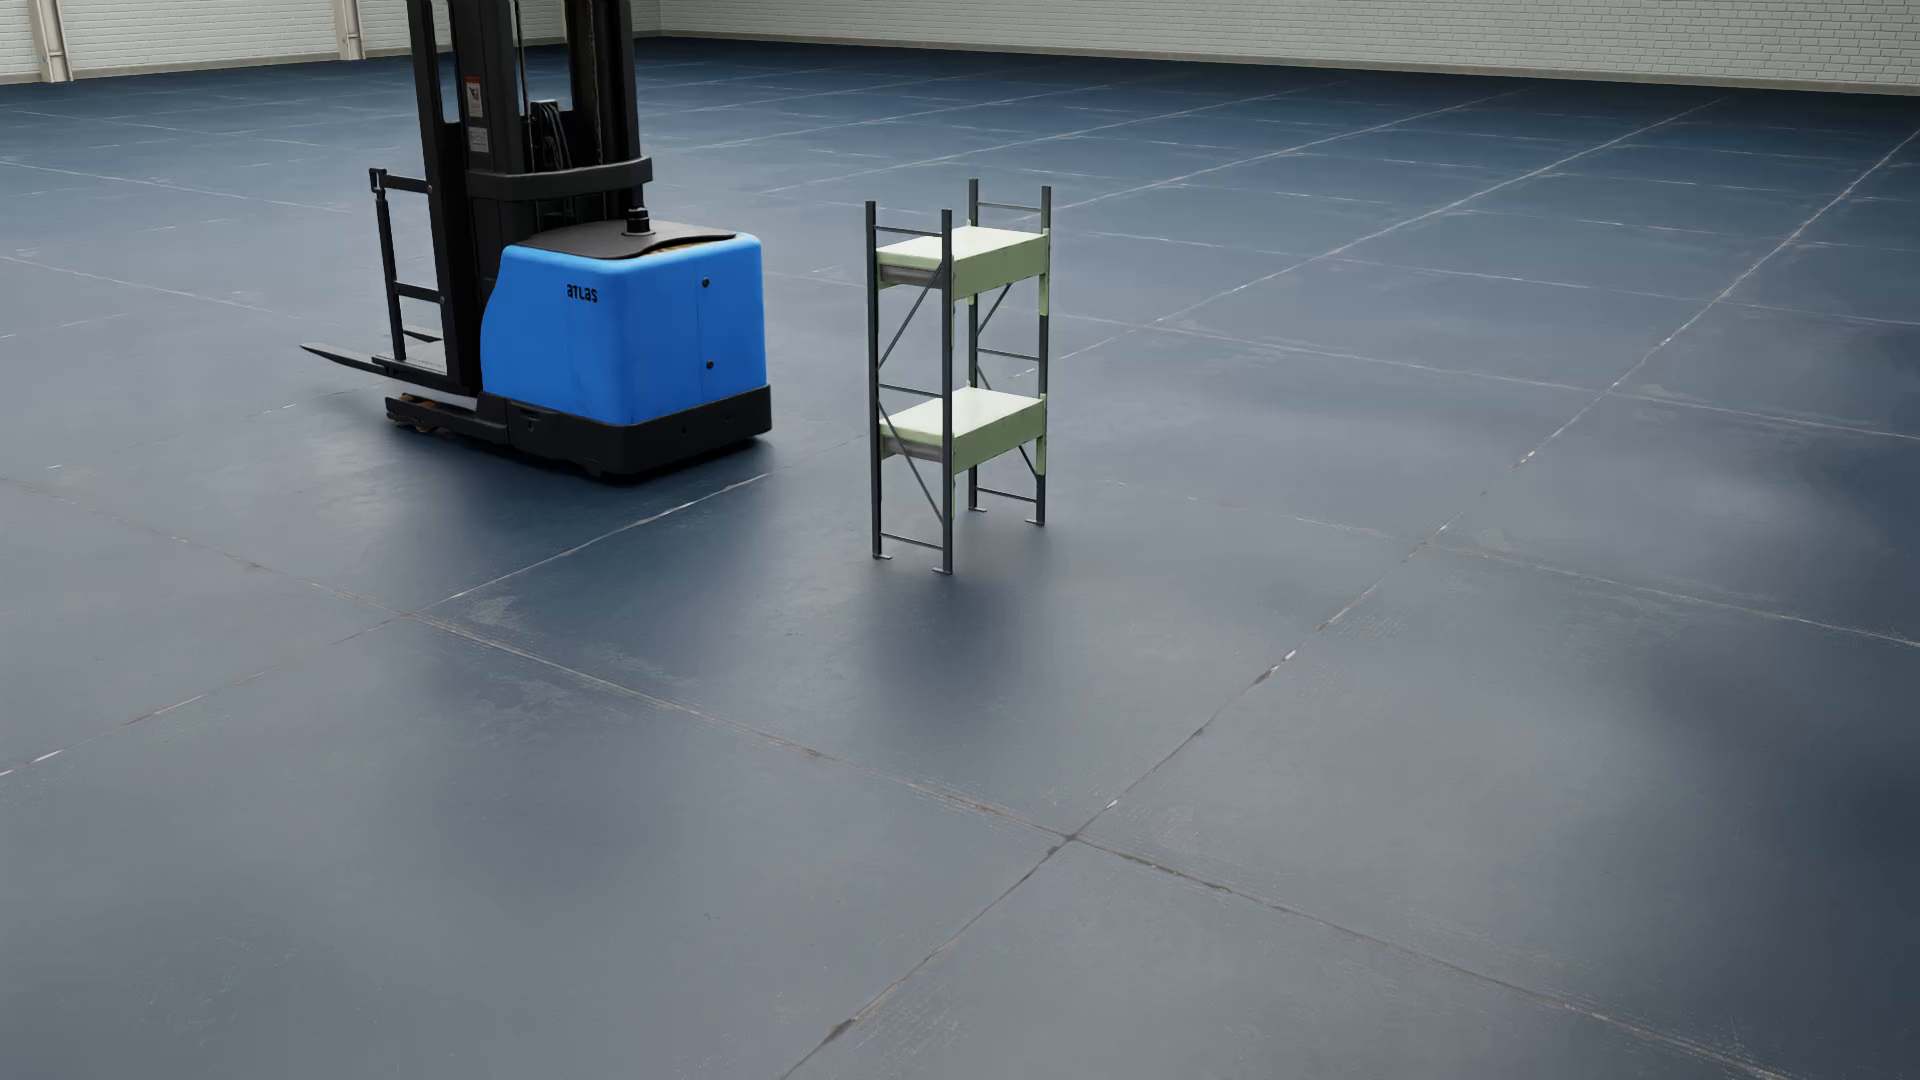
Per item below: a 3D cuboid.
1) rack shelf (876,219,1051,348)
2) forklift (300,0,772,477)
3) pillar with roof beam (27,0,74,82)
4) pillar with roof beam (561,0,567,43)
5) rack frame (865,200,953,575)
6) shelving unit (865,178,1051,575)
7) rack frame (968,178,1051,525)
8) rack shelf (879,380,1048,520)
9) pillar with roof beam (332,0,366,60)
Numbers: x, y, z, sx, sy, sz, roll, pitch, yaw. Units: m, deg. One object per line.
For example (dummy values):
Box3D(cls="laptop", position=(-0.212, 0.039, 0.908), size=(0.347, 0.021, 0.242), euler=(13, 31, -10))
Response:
Box3D(cls="rack shelf", position=(0.004, -1.071, 6.875), size=(0.431, 0.370, 0.720), euler=(13, 24, 32))
Box3D(cls="forklift", position=(-2.449, -2.070, 8.635), size=(3.031, 2.935, 1.130), euler=(15, 25, 35))
Box3D(cls="pillar with roof beam", position=(-11.959, -11.273, 24.769), size=(9.100, 9.000, 0.400), euler=(13, 24, 32))
Box3D(cls="pillar with roof beam", position=(-5.213, -14.716, 34.077), size=(9.100, 9.000, 0.400), euler=(13, 24, 32))
Box3D(cls="rack frame", position=(-0.202, -0.600, 6.726), size=(0.400, 1.500, 0.023), euler=(13, 24, 32))
Box3D(cls="shelving unit", position=(0.004, -0.705, 7.010), size=(0.431, 1.500, 0.755), euler=(13, 24, 32))
Box3D(cls="rack frame", position=(0.209, -0.810, 7.294), size=(0.400, 1.500, 0.023), euler=(13, 24, 32))
Box3D(cls="rack shelf", position=(0.004, -0.400, 7.123), size=(0.431, 0.370, 0.720), euler=(13, 24, 32))
Box3D(cls="pillar with roof beam", position=(-8.586, -12.994, 29.423), size=(9.100, 9.000, 0.400), euler=(13, 24, 32))
